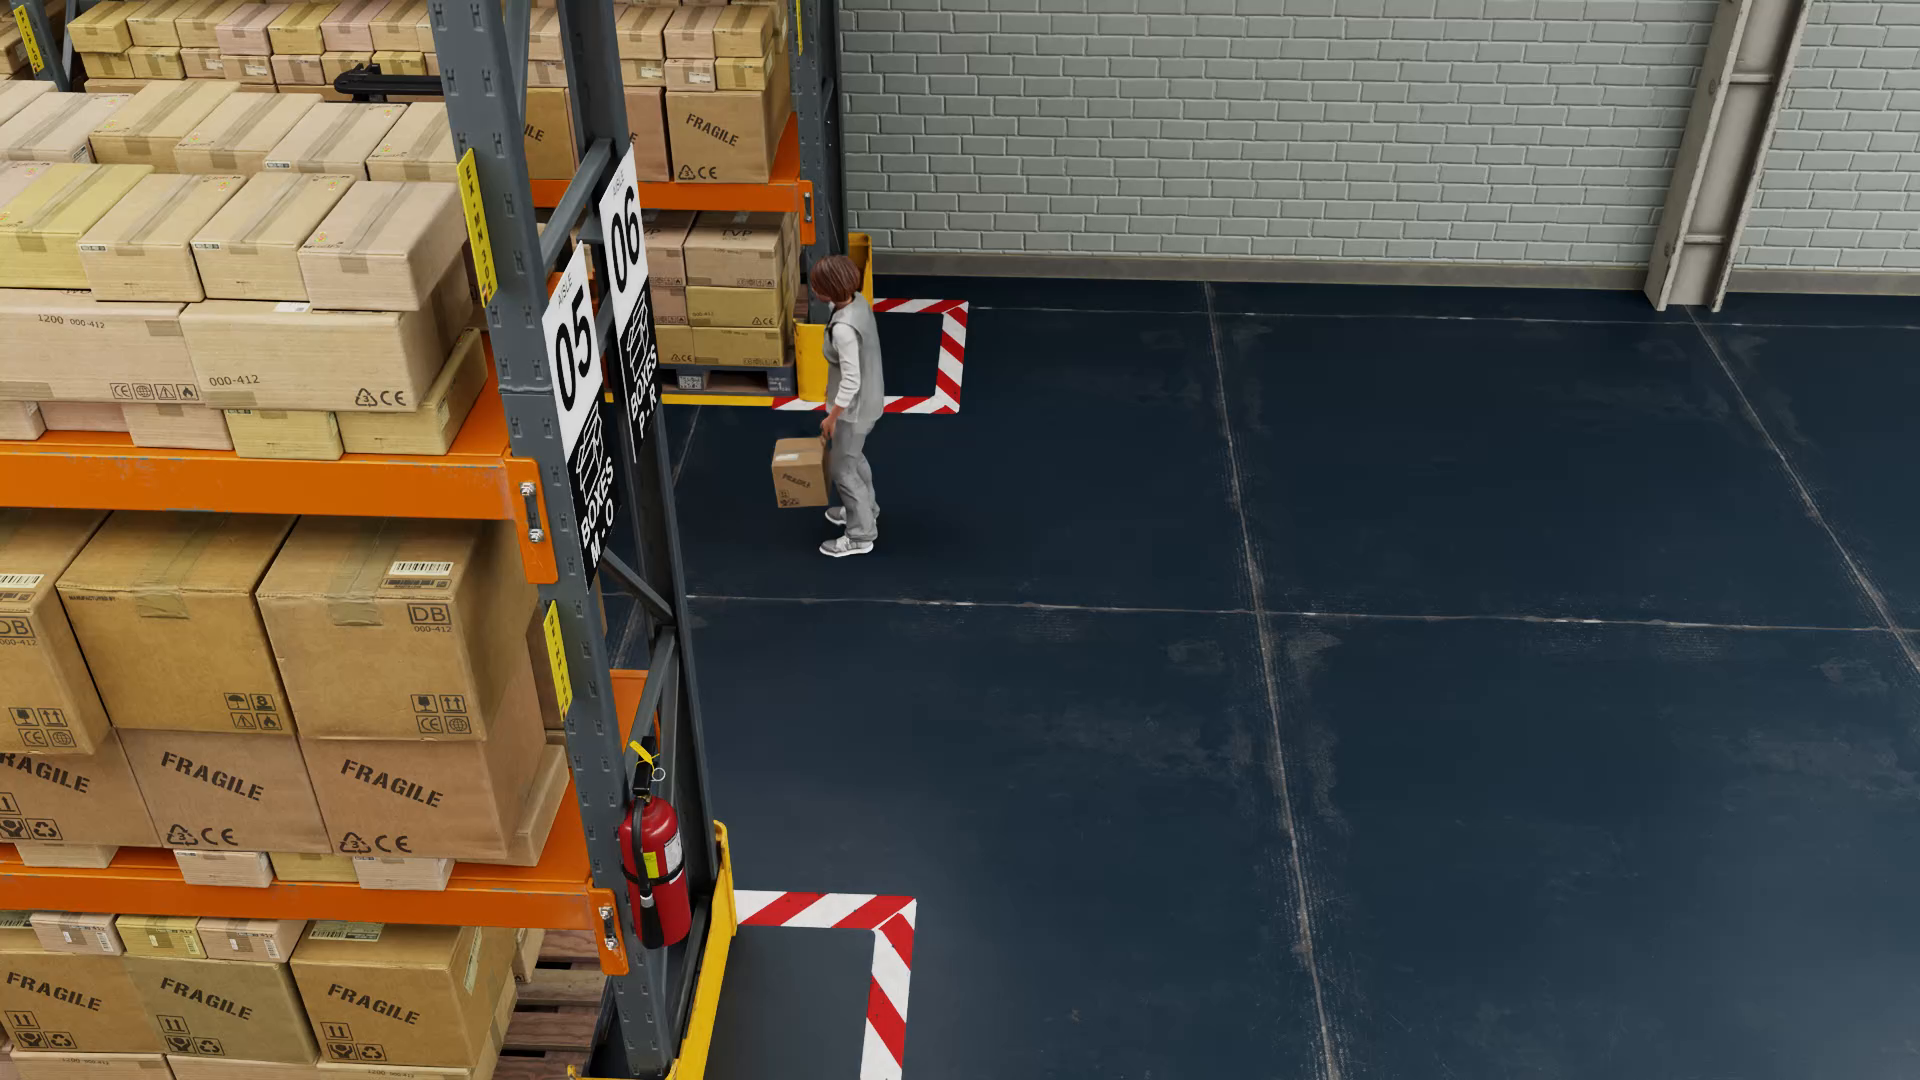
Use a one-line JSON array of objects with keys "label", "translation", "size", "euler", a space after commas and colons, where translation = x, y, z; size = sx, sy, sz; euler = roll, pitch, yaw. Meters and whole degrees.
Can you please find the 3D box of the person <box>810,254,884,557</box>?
[{"label": "person", "translation": [-0.537, -0.646, 8.002], "size": [0.338, 1.597, 0.453], "euler": [0, 36, 1]}]
